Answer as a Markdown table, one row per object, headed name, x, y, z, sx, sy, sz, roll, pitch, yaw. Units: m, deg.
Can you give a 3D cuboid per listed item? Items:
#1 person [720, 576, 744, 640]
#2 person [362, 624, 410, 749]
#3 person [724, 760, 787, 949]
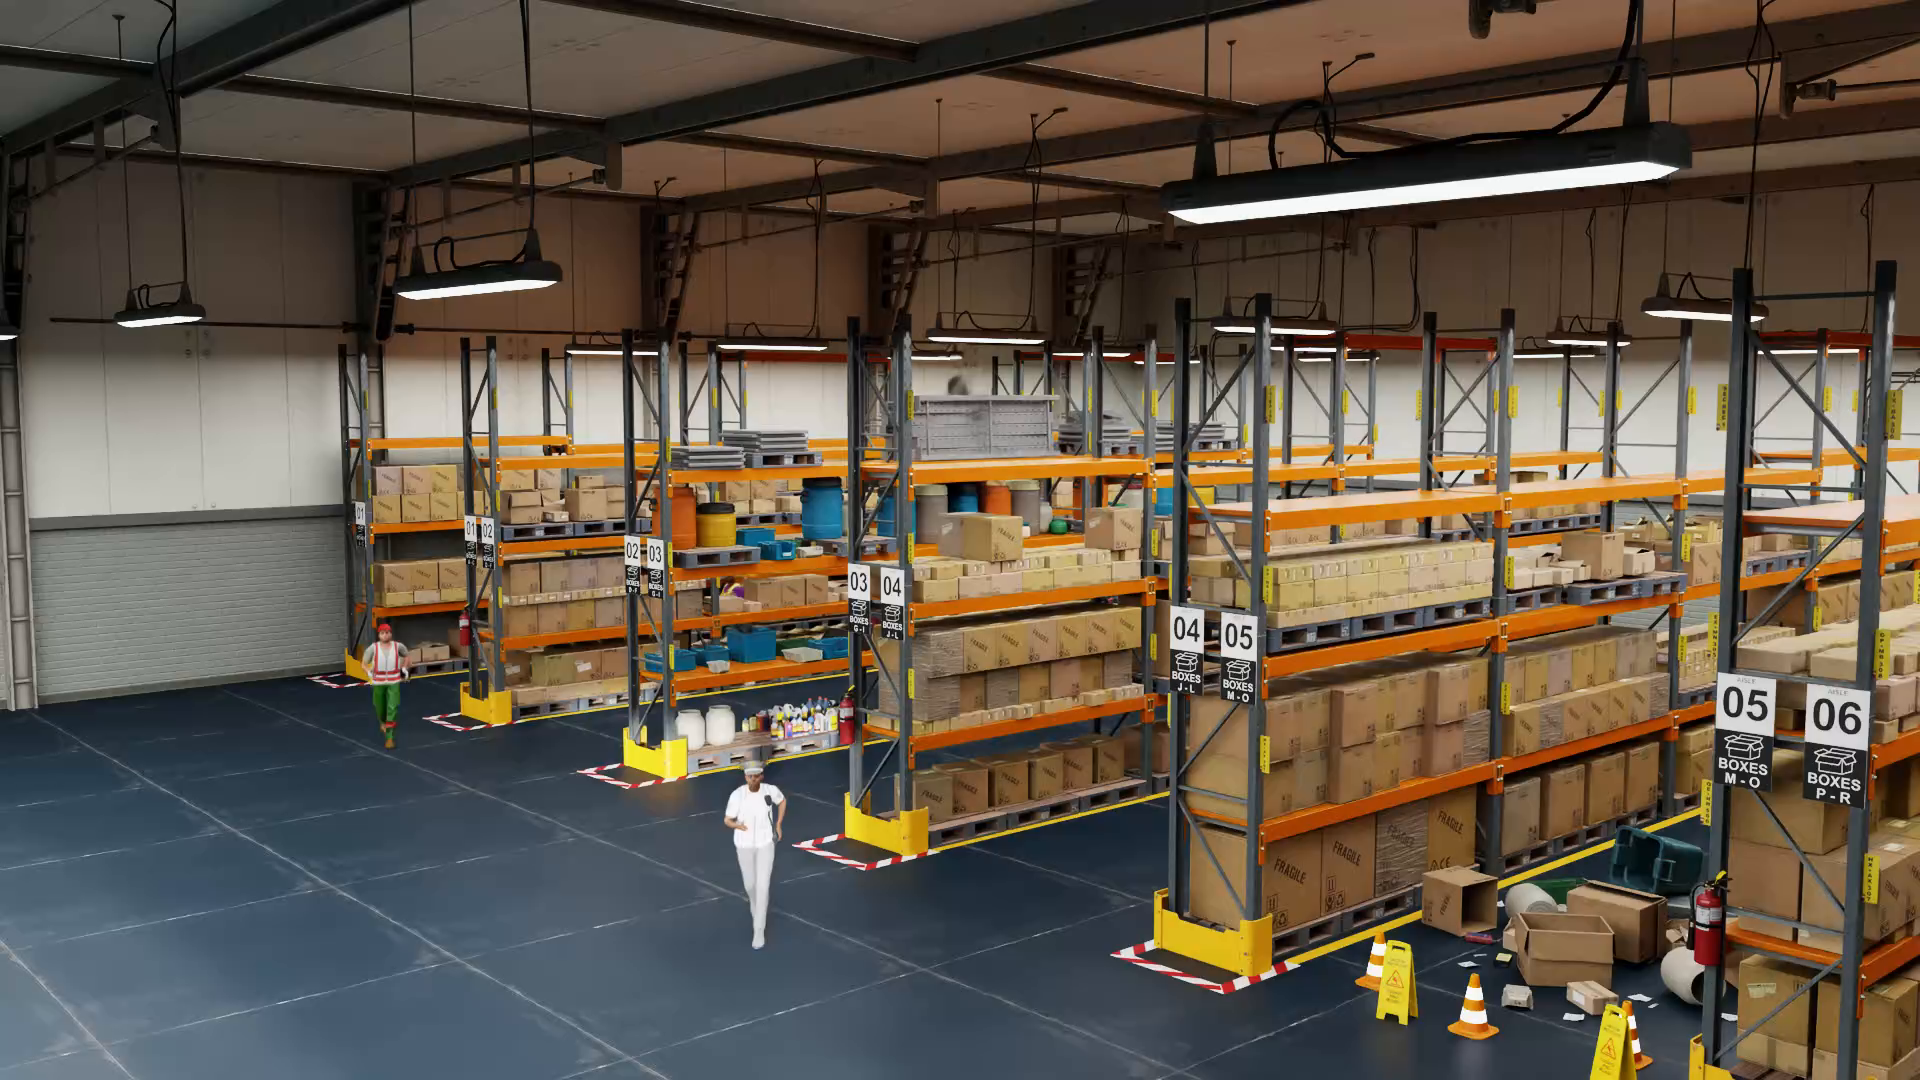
| name | x | y | z | sx | sy | sz | roll | pitch | yaw |
| --- | --- | --- | --- | --- | --- | --- | --- | --- | --- |
| person | -4.344 | 1.454 | 31.592 | 0.674 | 1.828 | 0.782 | 5 | 7 | 42 |
| person | -8.376 | 2.100 | 24.291 | 0.670 | 1.779 | 0.944 | -2 | 5 | -18 |
| person | -1.944 | 2.922 | 15.826 | 0.579 | 1.739 | 0.911 | 0 | 5 | -4 |
